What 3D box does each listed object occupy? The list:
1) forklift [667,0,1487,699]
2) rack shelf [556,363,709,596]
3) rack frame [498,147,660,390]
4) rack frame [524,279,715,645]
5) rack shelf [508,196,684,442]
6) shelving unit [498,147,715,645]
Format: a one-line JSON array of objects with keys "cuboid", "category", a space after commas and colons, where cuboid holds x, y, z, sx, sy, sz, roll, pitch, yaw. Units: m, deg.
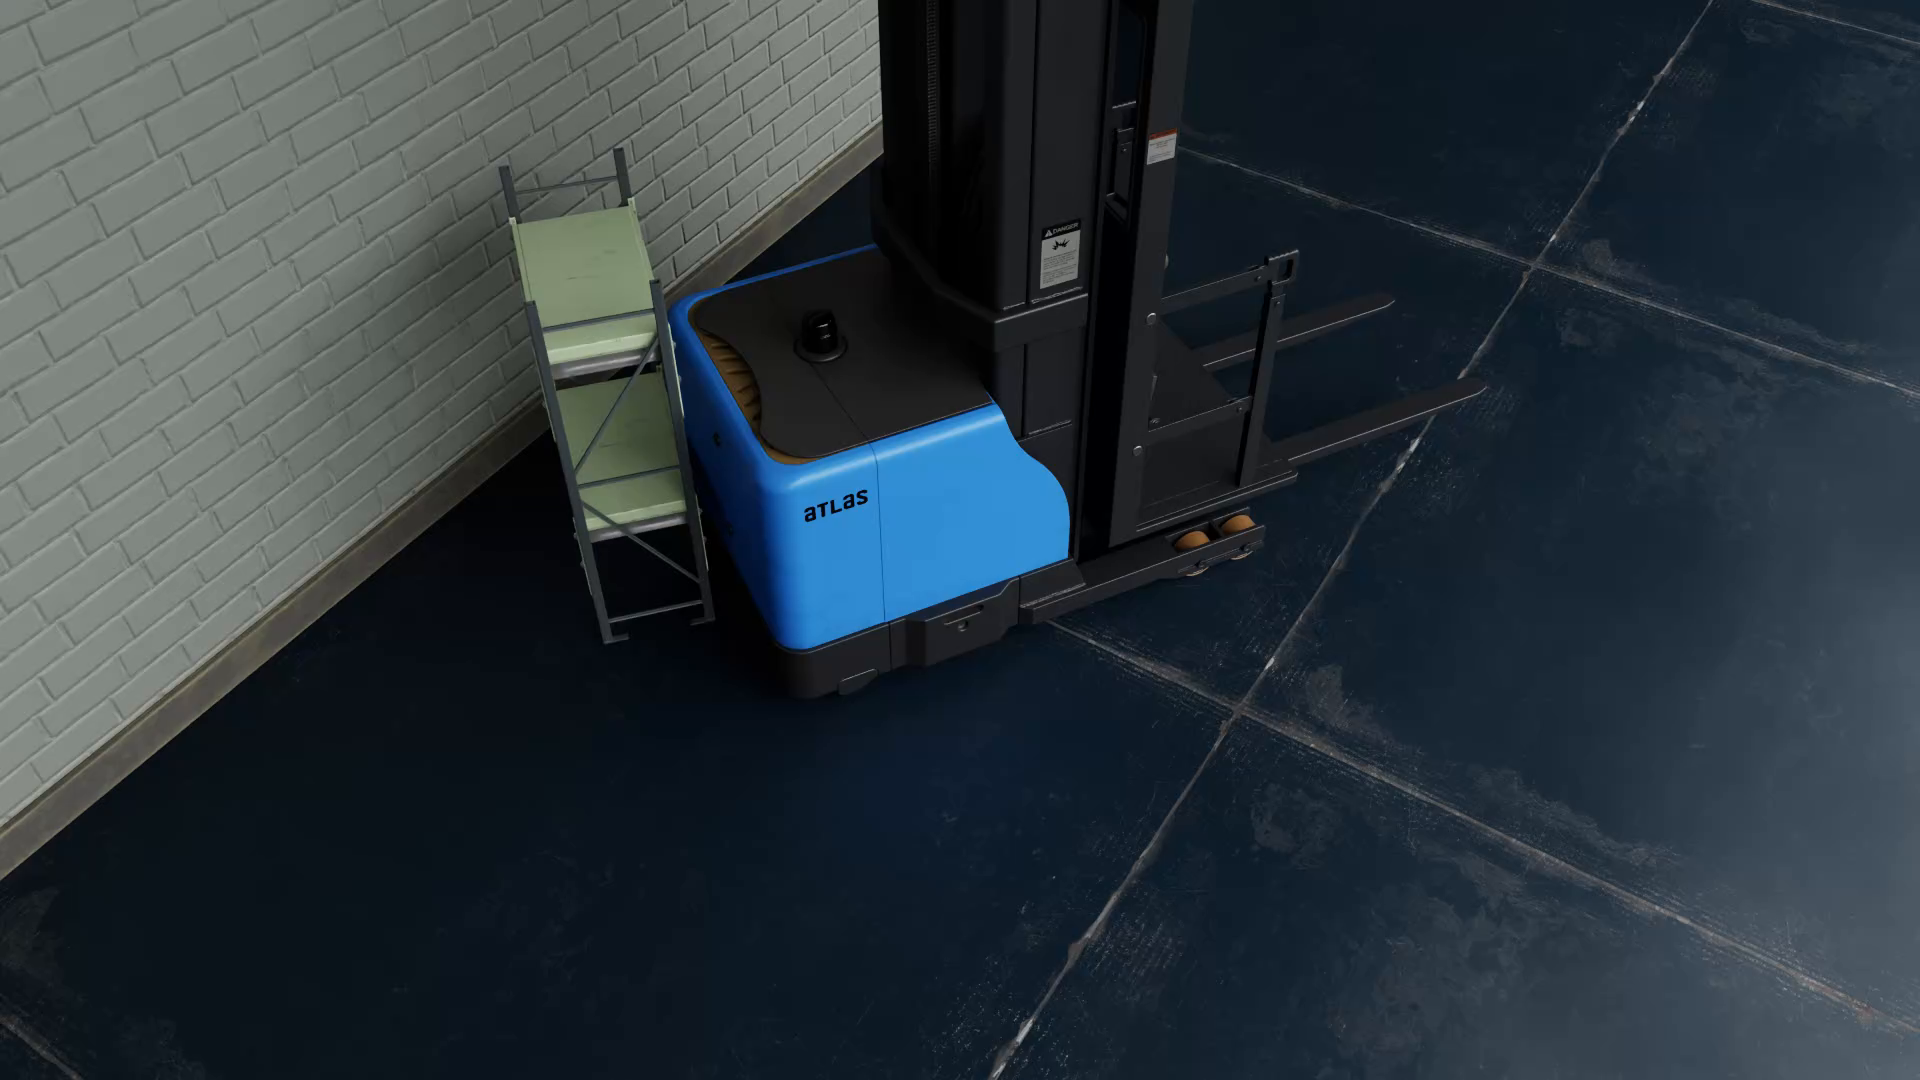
[{"cuboid": [0.562, -1.214, 5.386, 3.031, 2.935, 1.130, -19, 49, -18], "category": "forklift"}, {"cuboid": [-1.177, -0.225, 5.878, 0.431, 0.370, 0.720, -12, 47, -11], "category": "rack shelf"}, {"cuboid": [-1.282, -0.704, 5.888, 0.400, 1.500, 0.023, -12, 47, -11], "category": "rack frame"}, {"cuboid": [-1.073, -0.201, 5.399, 0.400, 1.500, 0.023, -12, 47, -11], "category": "rack frame"}, {"cuboid": [-1.177, -0.724, 5.364, 0.431, 0.370, 0.720, -12, 47, -11], "category": "rack shelf"}, {"cuboid": [-1.177, -0.452, 5.644, 0.431, 1.500, 0.755, -12, 47, -11], "category": "shelving unit"}]
